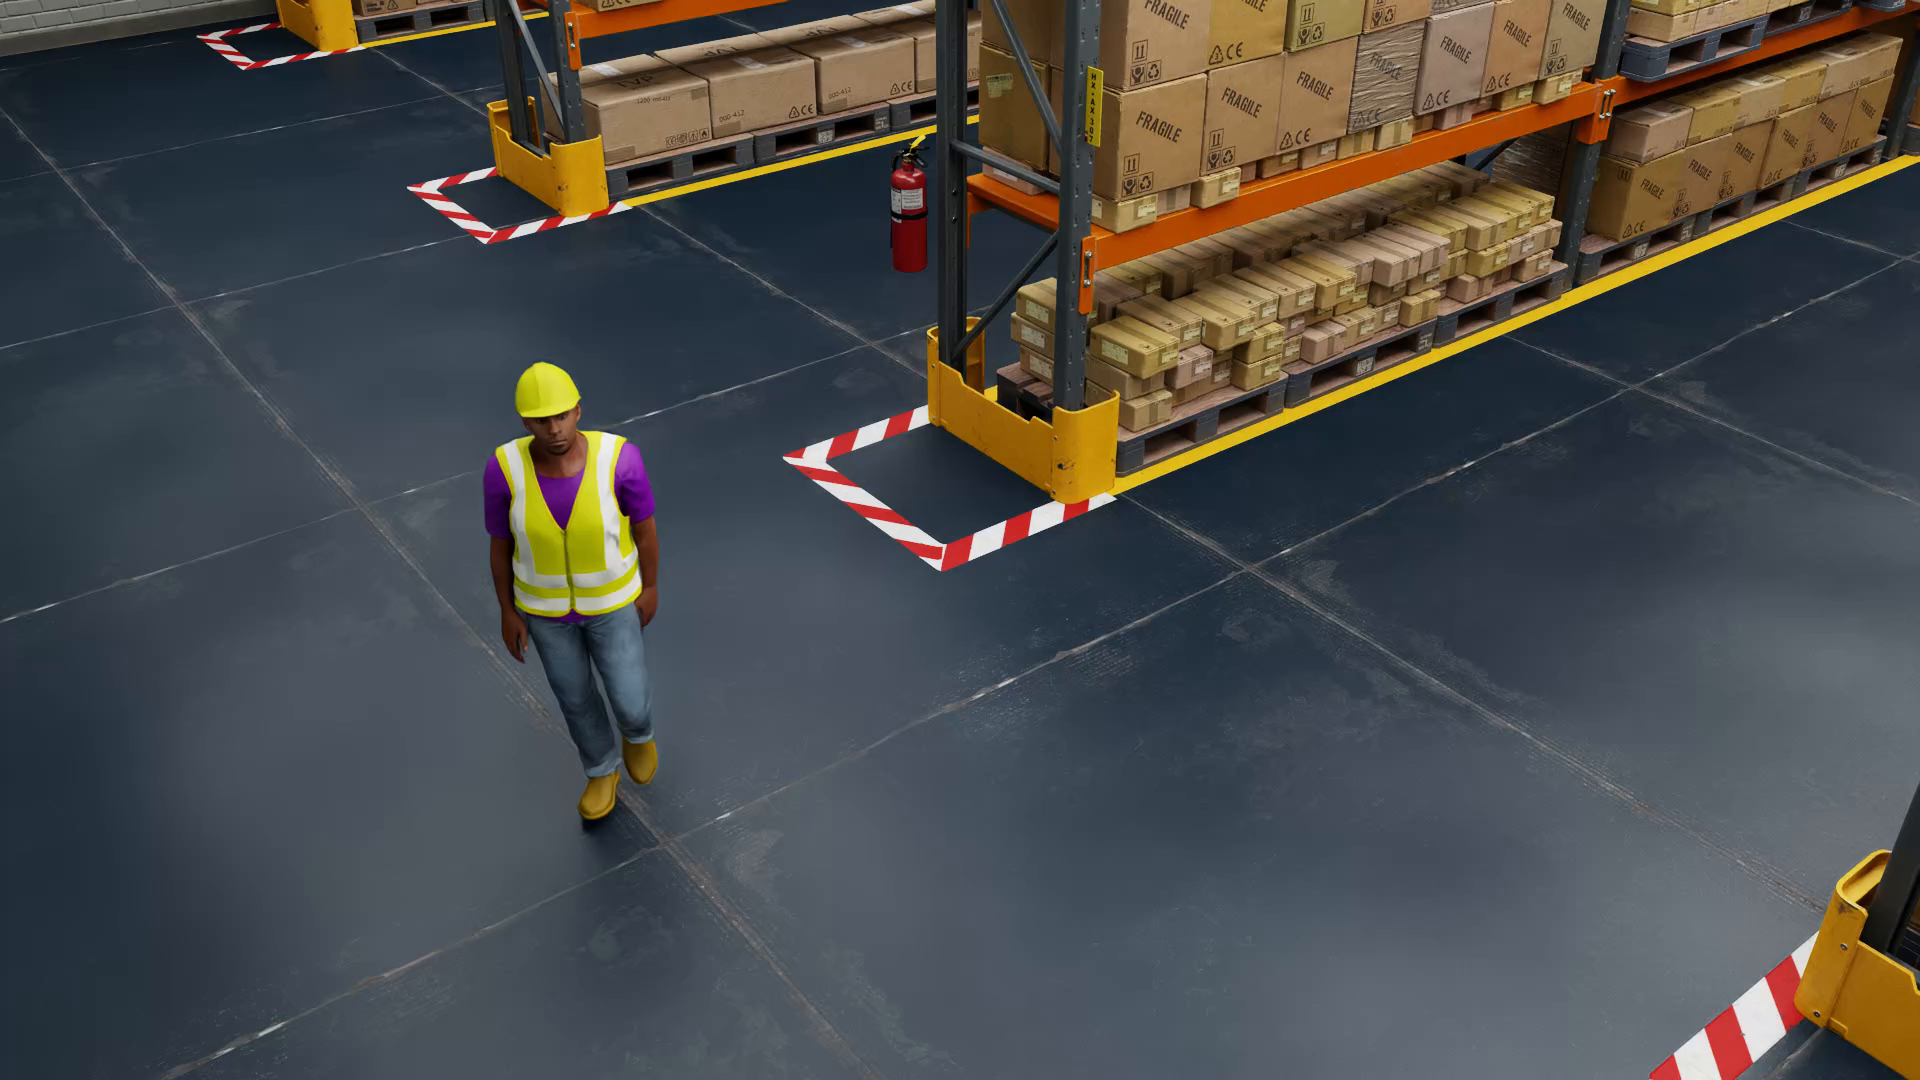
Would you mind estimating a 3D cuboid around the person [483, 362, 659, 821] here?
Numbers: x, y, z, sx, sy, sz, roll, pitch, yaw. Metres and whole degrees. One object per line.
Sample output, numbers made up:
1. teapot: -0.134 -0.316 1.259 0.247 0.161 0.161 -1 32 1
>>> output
1. person: -1.310 0.203 5.744 0.563 1.762 0.474 -3 32 -5
